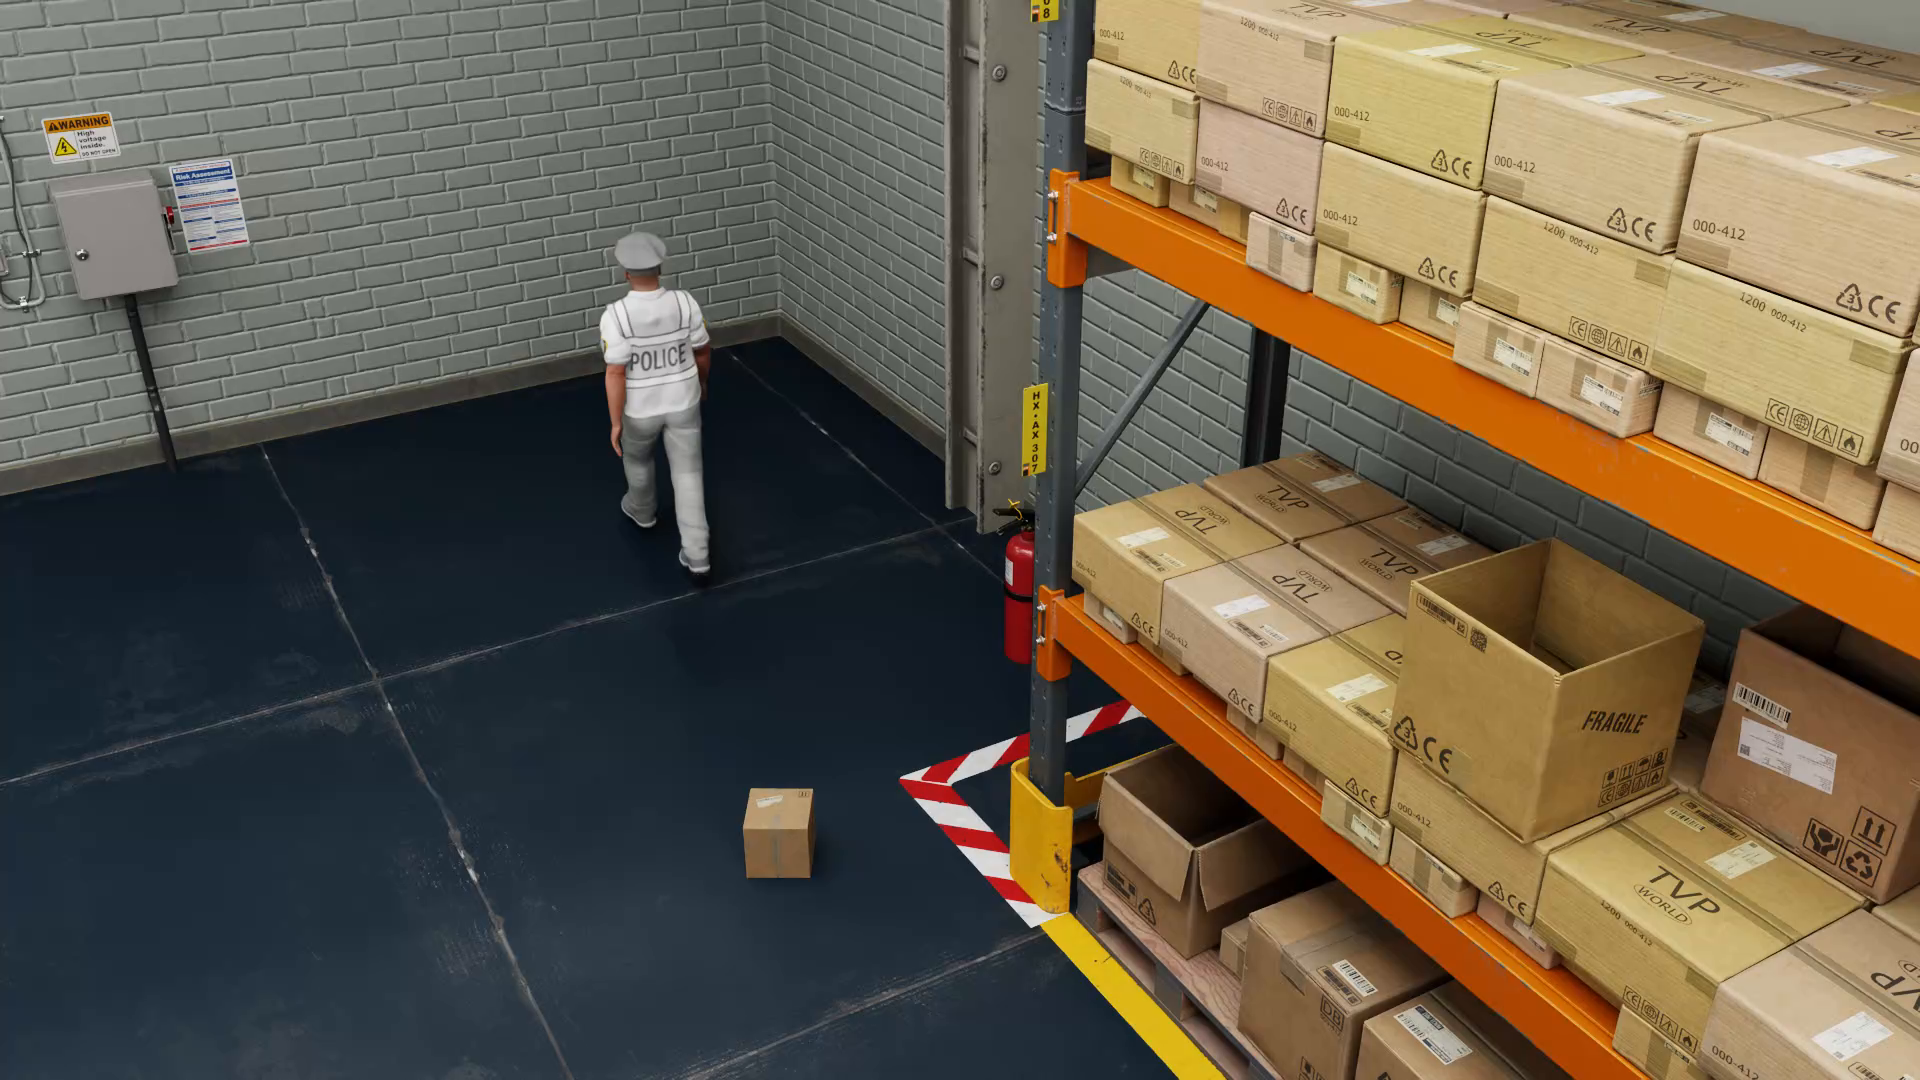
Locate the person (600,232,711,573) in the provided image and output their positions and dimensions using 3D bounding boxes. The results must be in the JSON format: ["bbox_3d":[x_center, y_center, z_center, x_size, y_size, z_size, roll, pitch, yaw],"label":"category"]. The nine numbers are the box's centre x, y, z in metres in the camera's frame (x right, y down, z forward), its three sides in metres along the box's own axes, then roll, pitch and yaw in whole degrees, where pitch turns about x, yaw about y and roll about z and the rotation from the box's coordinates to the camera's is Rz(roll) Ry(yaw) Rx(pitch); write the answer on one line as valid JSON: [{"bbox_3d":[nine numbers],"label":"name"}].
[{"bbox_3d":[-1.531,-0.741,8.435,0.564,1.722,1.040,-10,30,-17],"label":"person"}]
